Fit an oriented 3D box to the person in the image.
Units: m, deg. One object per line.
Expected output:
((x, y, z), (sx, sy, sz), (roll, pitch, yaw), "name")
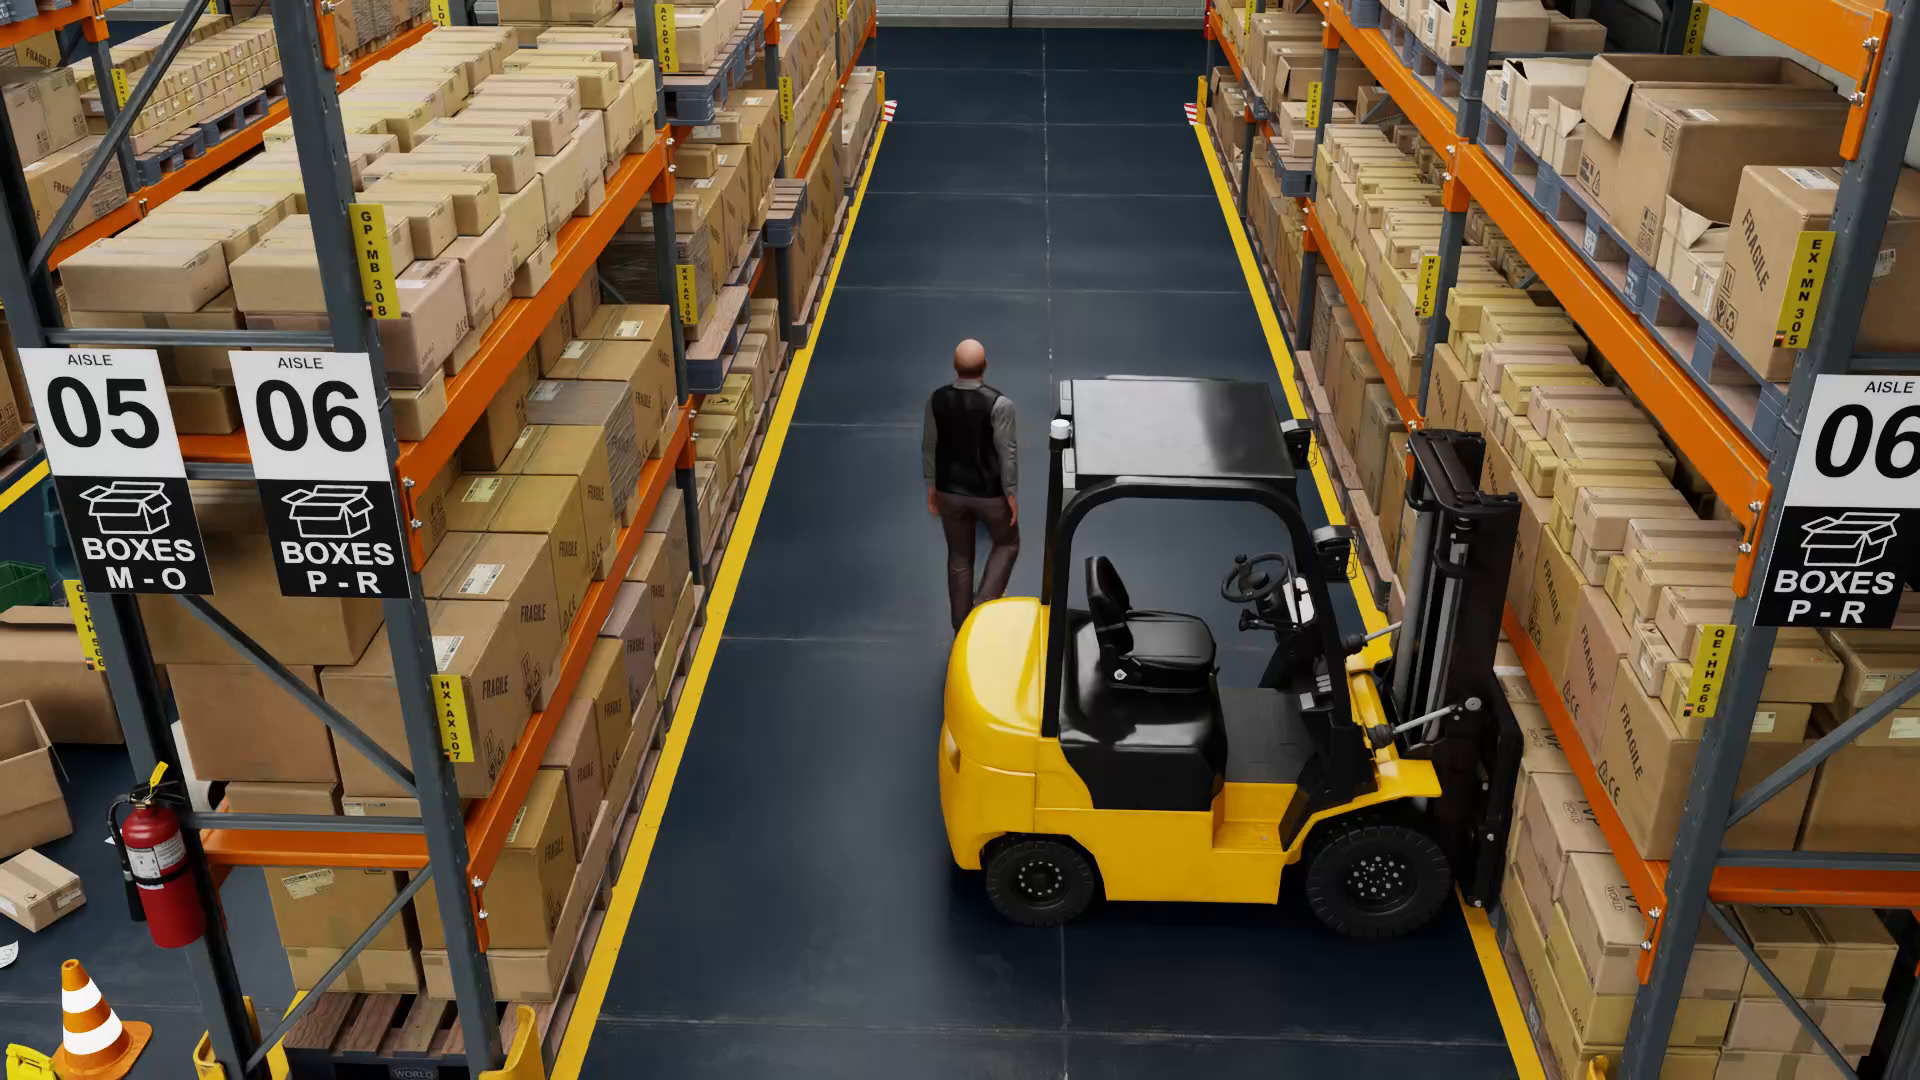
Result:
((0.060, -0.247, 9.092), (0.576, 1.713, 0.480), (8, 29, 15), "person")
